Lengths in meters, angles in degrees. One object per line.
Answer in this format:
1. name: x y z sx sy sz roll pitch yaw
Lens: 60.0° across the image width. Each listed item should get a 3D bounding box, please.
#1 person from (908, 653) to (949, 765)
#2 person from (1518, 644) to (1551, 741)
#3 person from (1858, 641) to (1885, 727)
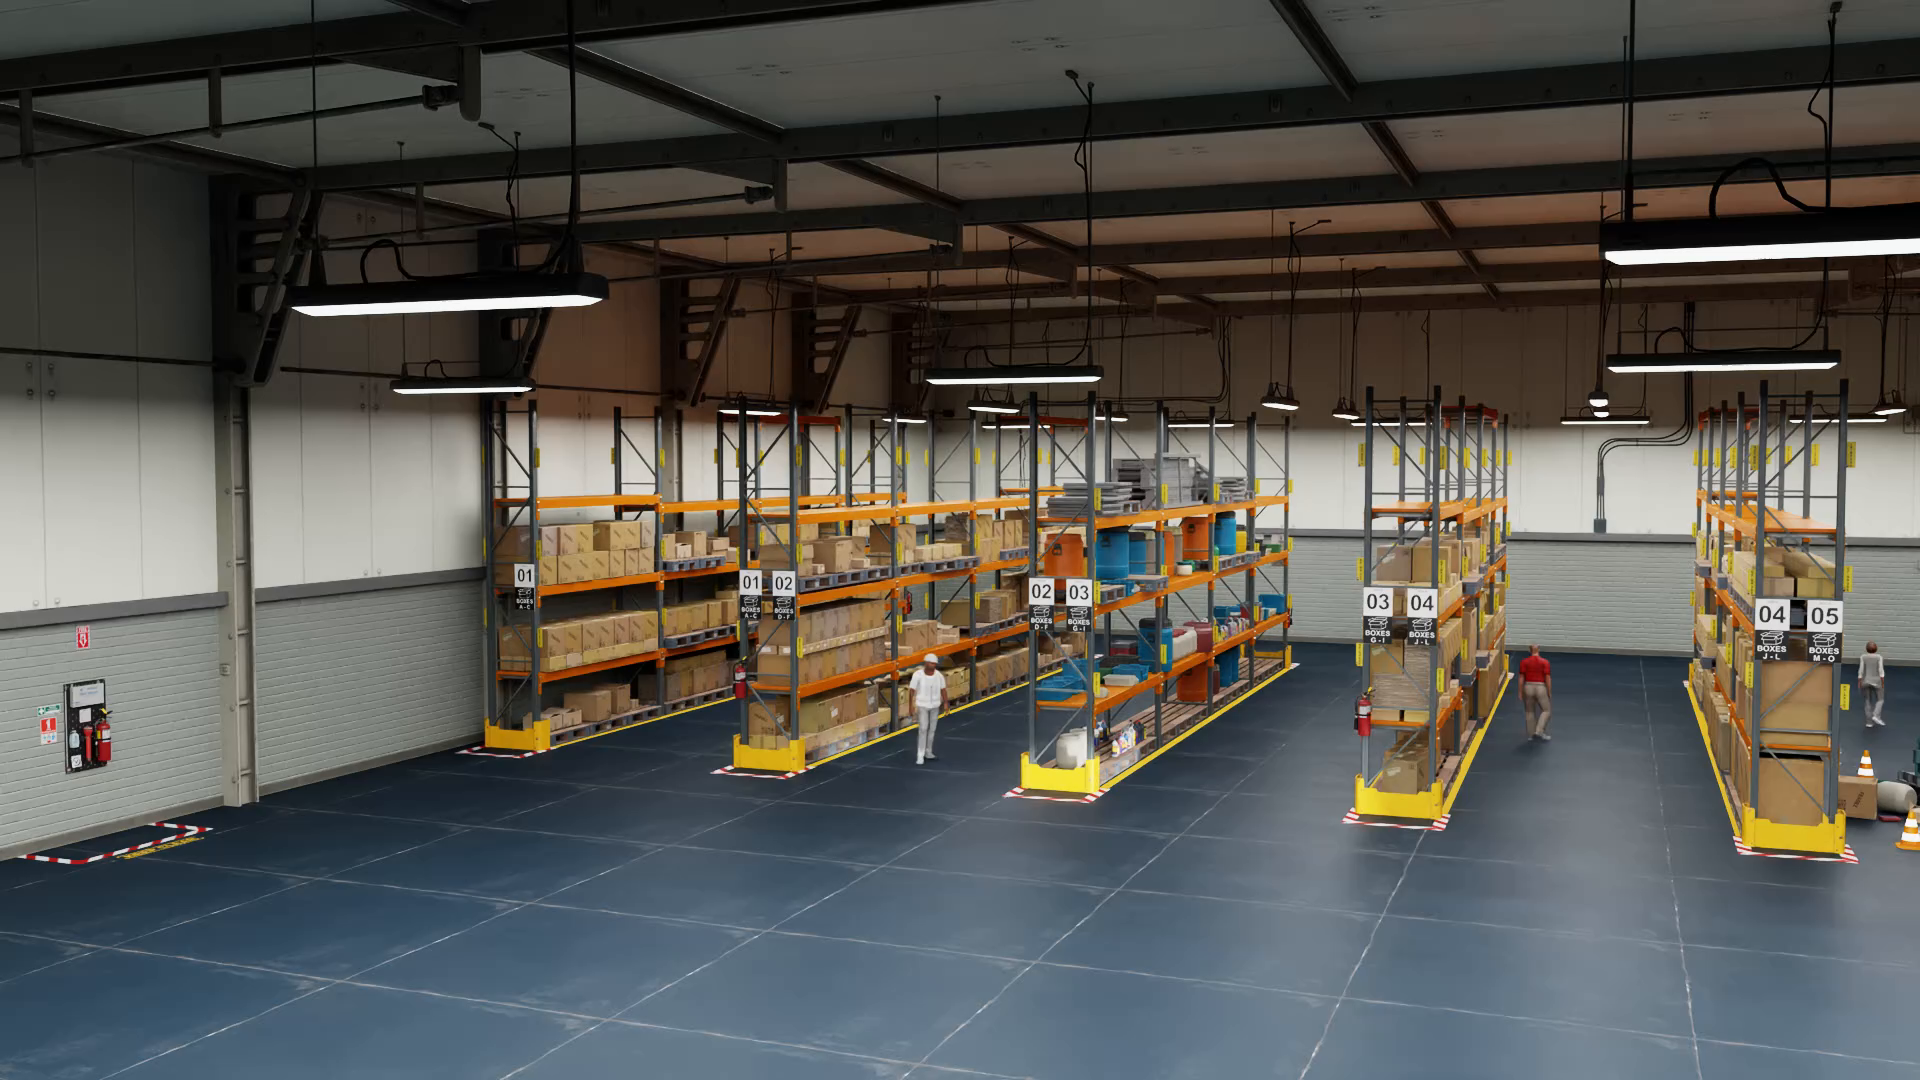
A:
1. person: -0.522 2.790 27.439 0.617 1.824 0.590 -1 3 -26
2. person: 10.164 2.696 29.382 0.585 1.723 0.562 1 3 28
3. person: 16.929 2.686 30.873 0.462 1.595 0.469 2 3 30
